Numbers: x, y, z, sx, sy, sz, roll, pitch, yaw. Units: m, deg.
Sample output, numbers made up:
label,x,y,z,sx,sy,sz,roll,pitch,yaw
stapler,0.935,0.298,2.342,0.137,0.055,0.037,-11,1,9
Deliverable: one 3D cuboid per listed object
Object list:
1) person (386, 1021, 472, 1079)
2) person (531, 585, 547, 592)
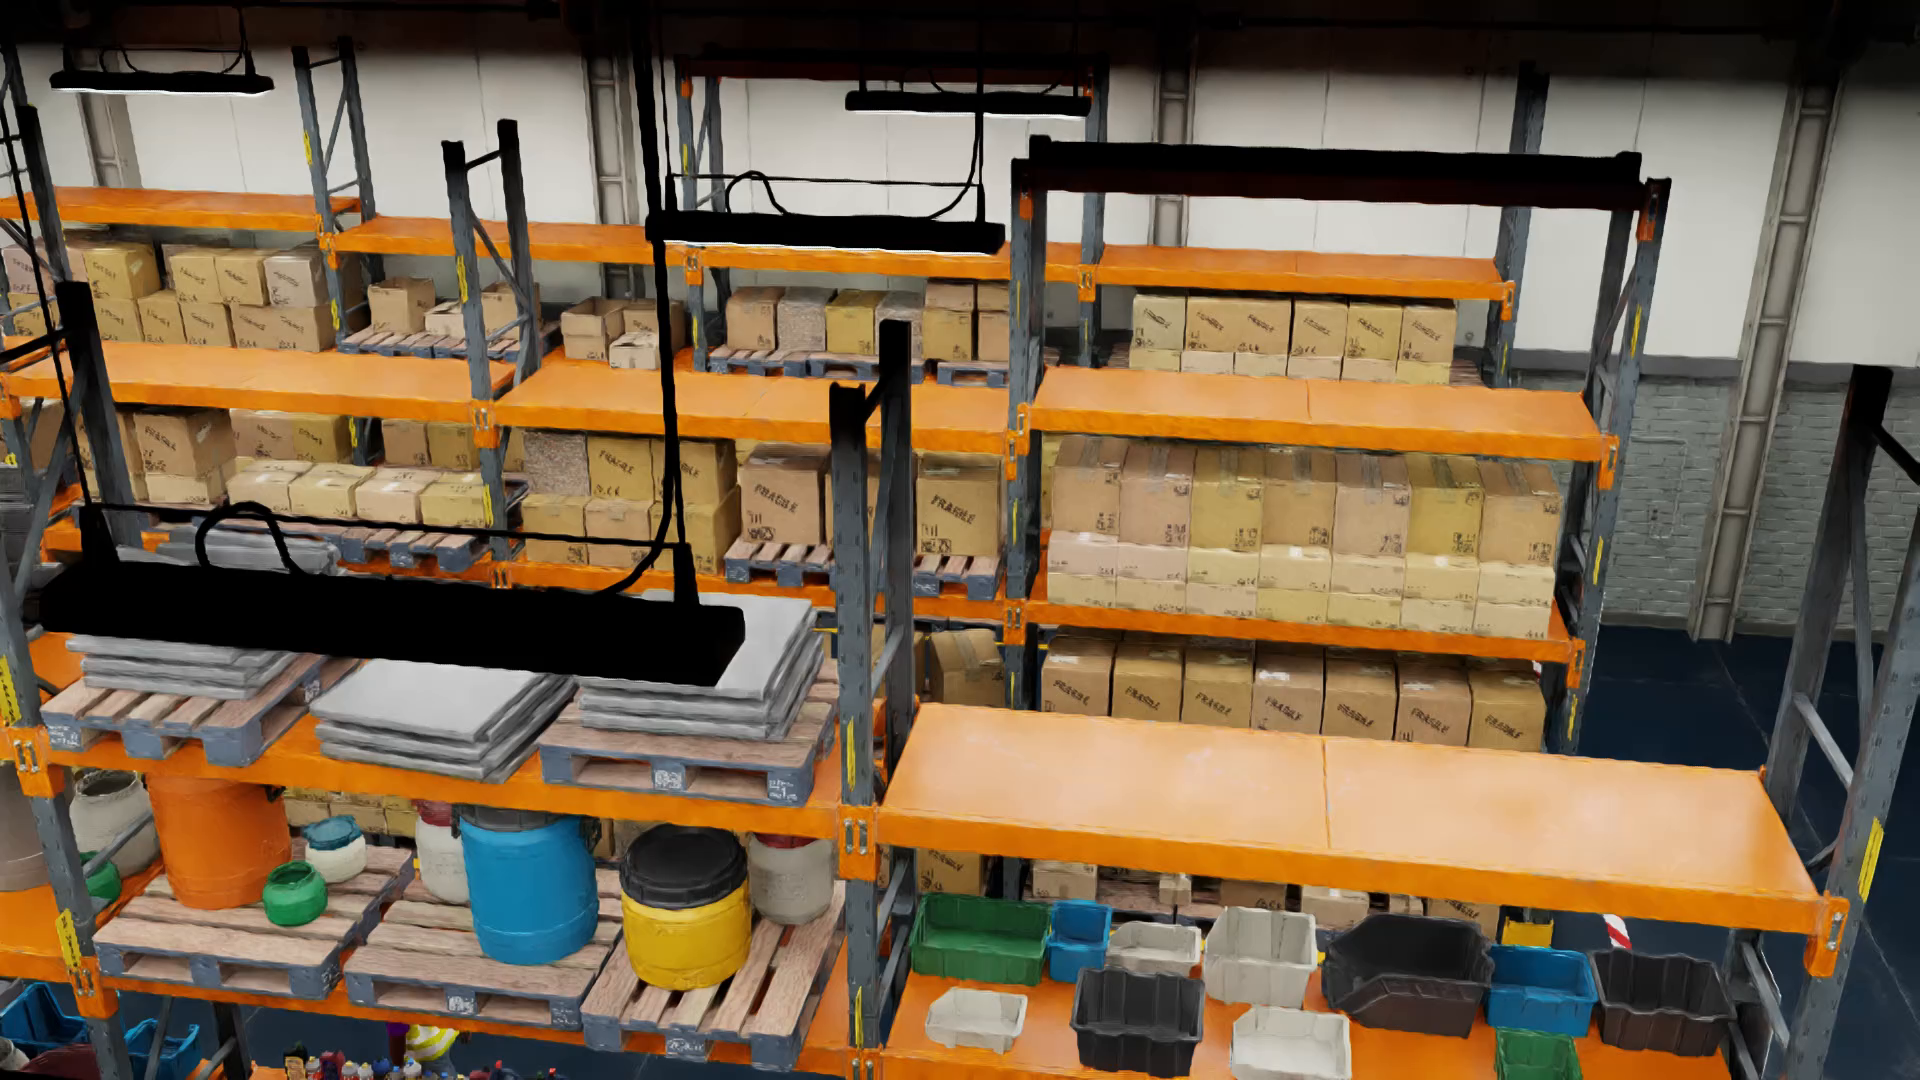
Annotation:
label,x,y,z,sx,sy,sz,roll,pitch,yaw
person,-3.470,3.193,10.643,1.120,1.685,0.582,5,24,12
person,-3.827,1.065,15.576,0.588,1.759,0.503,18,29,36
